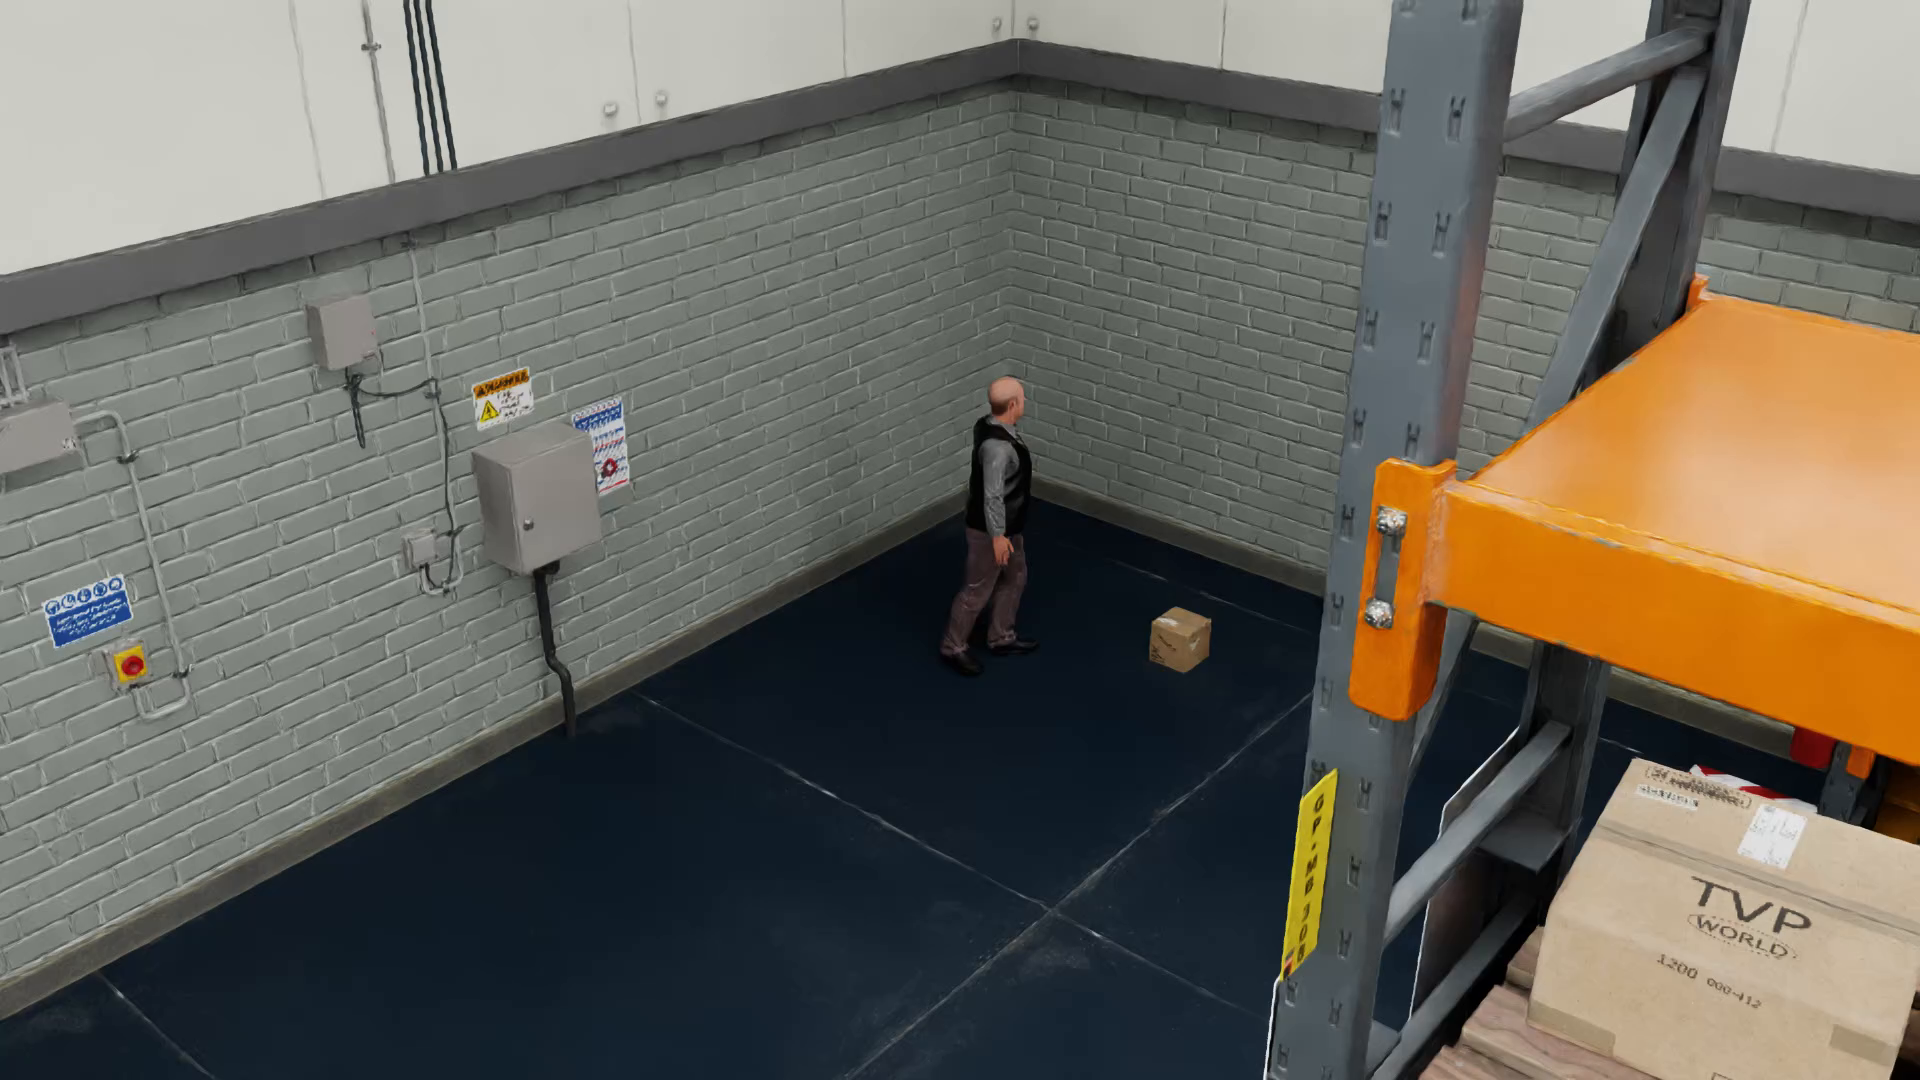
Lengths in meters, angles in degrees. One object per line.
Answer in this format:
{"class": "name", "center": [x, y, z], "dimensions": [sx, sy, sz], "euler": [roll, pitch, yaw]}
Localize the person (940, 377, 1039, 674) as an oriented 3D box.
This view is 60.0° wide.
{"class": "person", "center": [0.173, -0.087, 9.240], "dimensions": [0.568, 1.714, 0.554], "euler": [2, 27, 3]}
